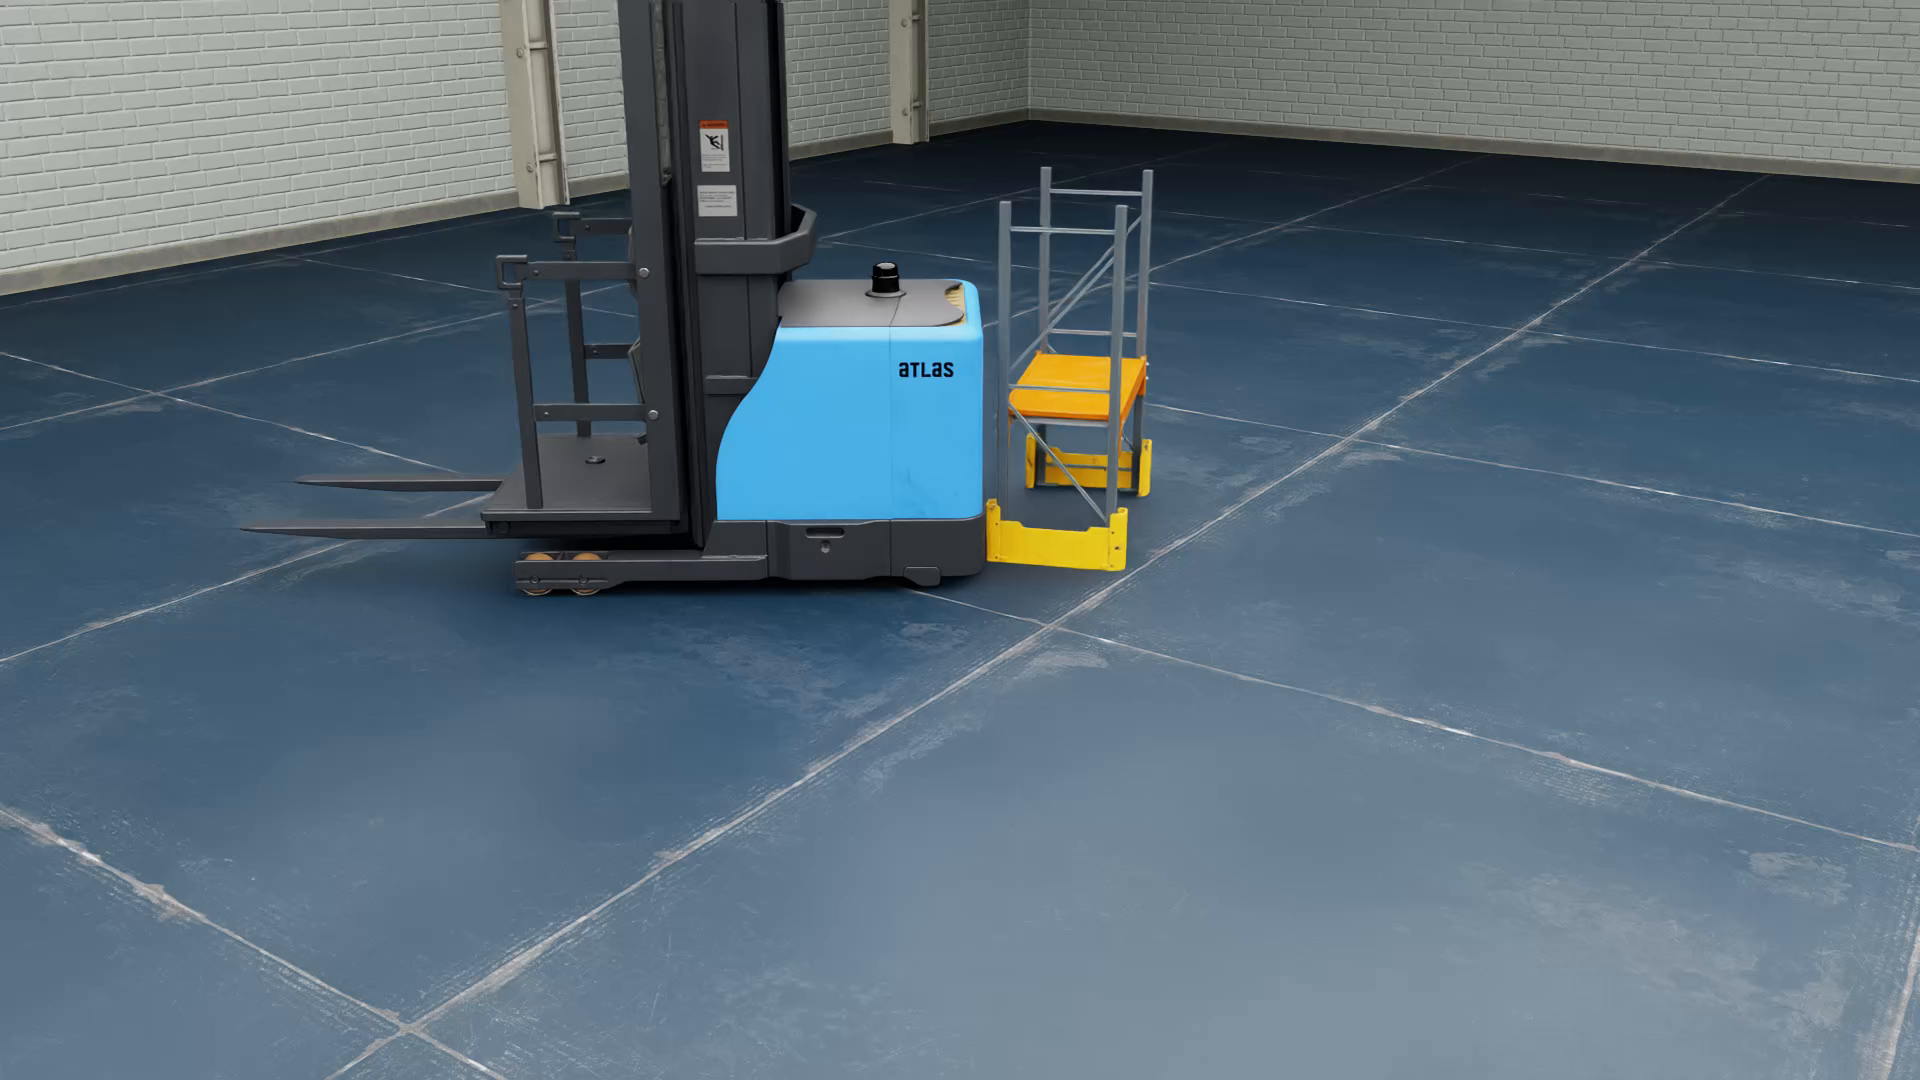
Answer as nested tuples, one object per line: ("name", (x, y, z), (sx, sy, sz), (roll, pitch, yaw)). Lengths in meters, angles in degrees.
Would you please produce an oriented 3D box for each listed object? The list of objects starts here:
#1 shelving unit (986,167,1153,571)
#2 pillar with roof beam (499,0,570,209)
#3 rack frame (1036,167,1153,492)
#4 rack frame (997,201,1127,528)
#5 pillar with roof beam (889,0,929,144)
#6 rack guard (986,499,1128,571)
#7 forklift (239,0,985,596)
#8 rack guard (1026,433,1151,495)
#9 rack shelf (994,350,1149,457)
("shelving unit", (0.504, -0.777, 7.205), (0.587, 1.500, 1.083), (4, 21, 11))
("pillar with roof beam", (-0.429, -6.590, 12.111), (9.100, 9.000, 0.400), (13, 24, 32))
("rack frame", (0.610, -0.953, 7.680), (0.500, 1.500, 0.032), (4, 21, 11))
("rack frame", (0.401, -0.608, 6.747), (0.500, 1.500, 0.032), (4, 21, 11))
("pillar with roof beam", (2.944, -8.312, 16.765), (9.100, 9.000, 0.400), (13, 24, 32))
("rack guard", (0.402, -0.022, 6.965), (0.587, 0.250, 0.087), (4, 21, 11))
("forklift", (-1.419, -1.337, 6.653), (3.031, 2.935, 1.130), (0, 20, -1))
("rack guard", (0.606, -0.360, 7.879), (0.587, 0.250, 0.087), (4, 21, 11))
("rack shelf", (0.506, -0.612, 7.276), (0.538, 0.185, 1.000), (4, 21, 11))
